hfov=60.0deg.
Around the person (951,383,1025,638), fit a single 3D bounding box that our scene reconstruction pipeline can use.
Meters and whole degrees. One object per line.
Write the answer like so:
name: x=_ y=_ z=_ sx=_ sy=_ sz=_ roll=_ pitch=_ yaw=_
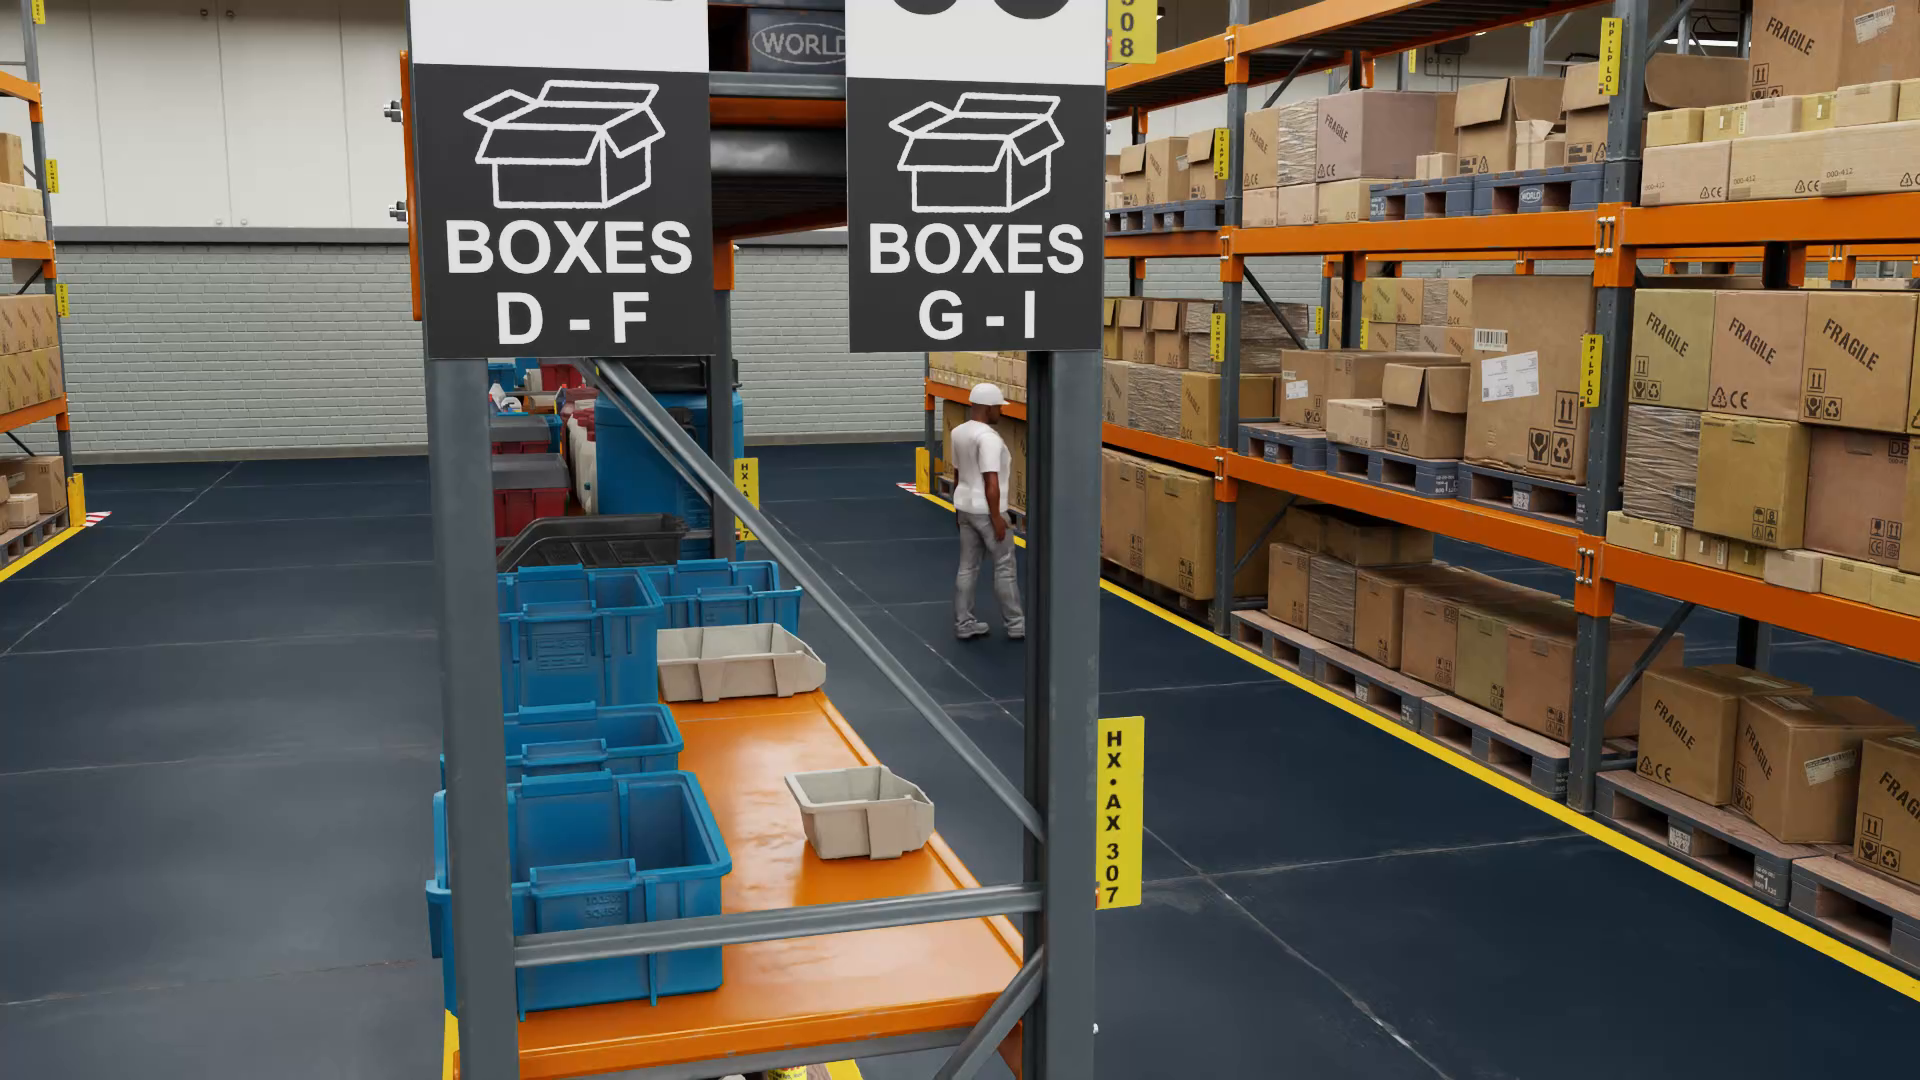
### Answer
person: x=0.249 y=-0.210 z=11.523 sx=0.620 sy=1.760 sz=0.596 roll=-6 pitch=11 yaw=-32
